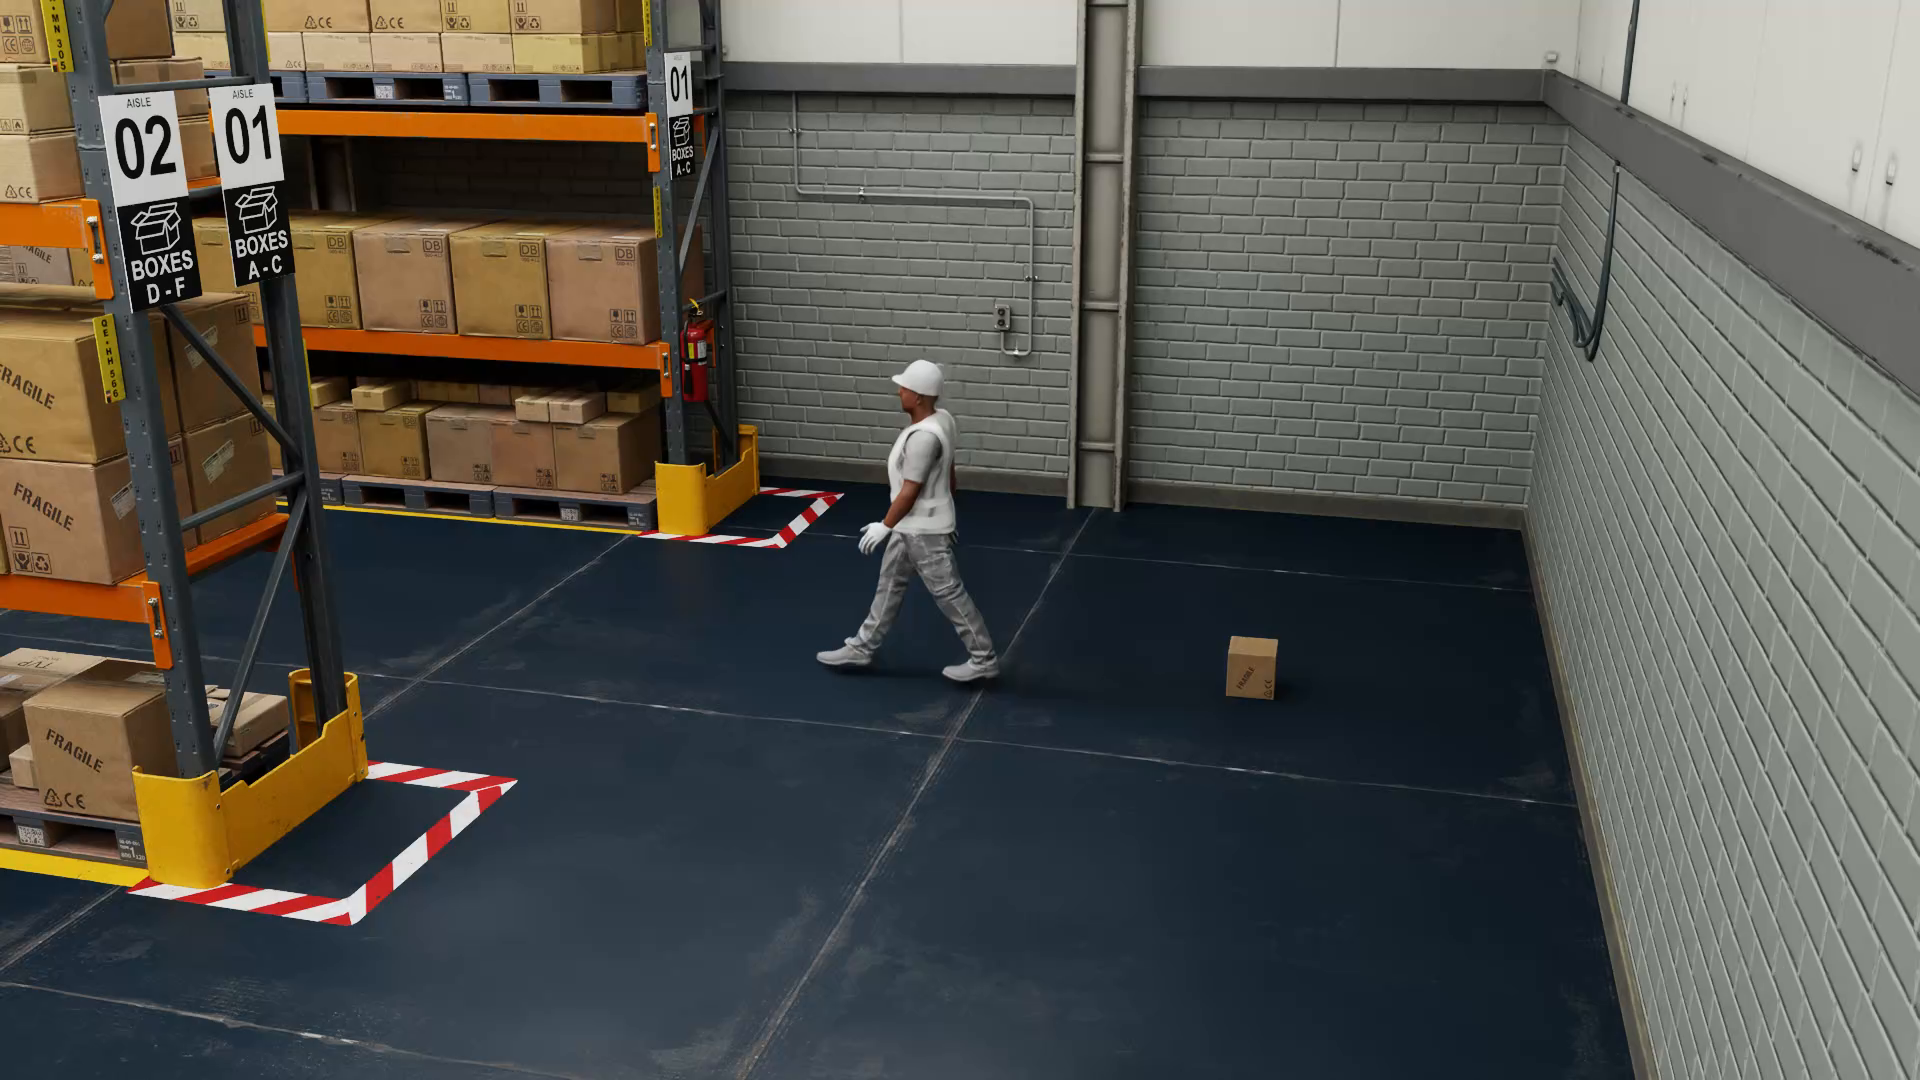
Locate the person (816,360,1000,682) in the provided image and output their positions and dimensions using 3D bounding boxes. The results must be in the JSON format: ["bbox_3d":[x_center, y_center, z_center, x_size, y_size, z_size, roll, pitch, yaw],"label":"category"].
[{"bbox_3d":[-0.292,-0.098,8.755,1.016,1.725,0.564,1,18,3],"label":"person"}]
